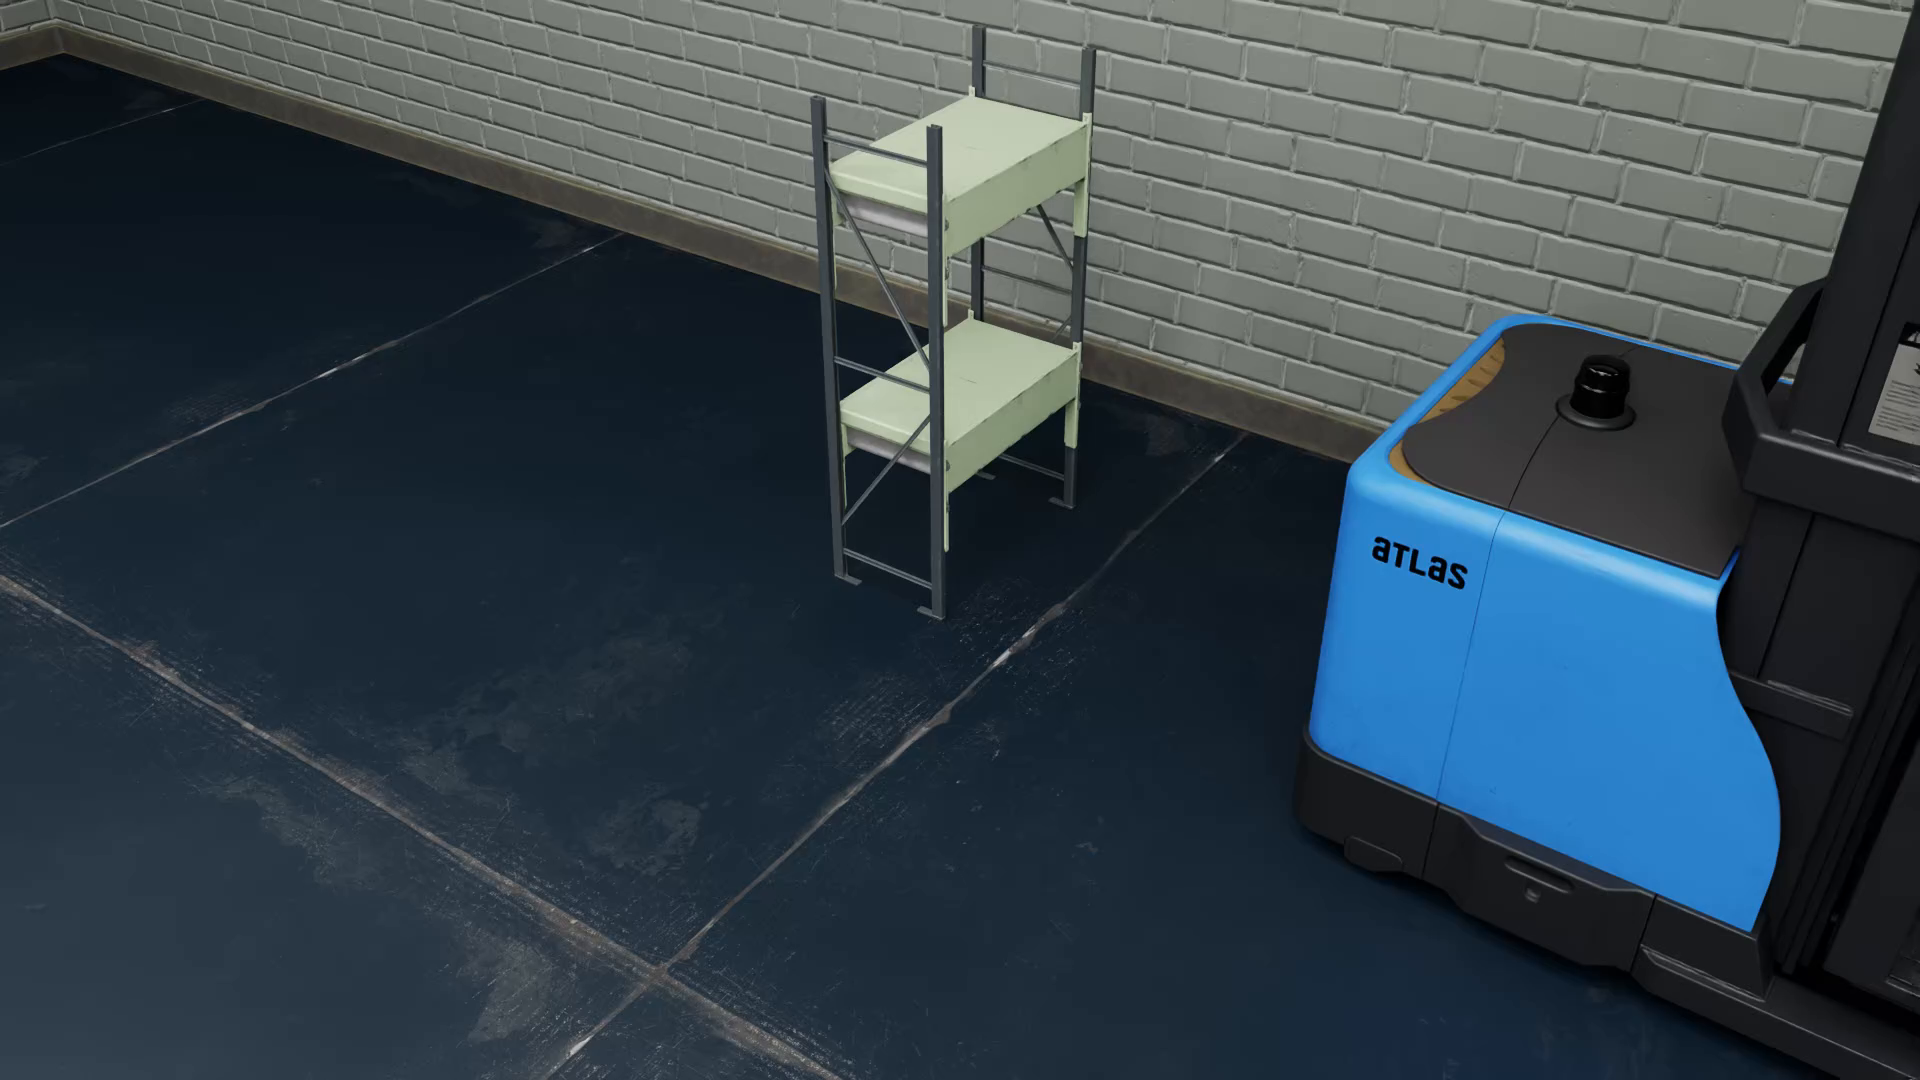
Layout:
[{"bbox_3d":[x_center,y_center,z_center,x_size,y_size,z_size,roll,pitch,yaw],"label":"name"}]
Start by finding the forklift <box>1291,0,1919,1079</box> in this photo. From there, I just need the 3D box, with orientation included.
[{"bbox_3d":[2.320,-0.218,2.957,3.031,2.935,1.130,22,40,29],"label":"forklift"}]

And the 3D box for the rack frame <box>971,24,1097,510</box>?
[{"bbox_3d":[0.205,-0.787,5.074,0.400,1.500,0.023,21,39,28],"label":"rack frame"}]

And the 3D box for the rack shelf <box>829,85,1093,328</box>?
[{"bbox_3d":[-0.004,-0.941,4.607,0.431,0.370,0.720,21,39,28],"label":"rack shelf"}]

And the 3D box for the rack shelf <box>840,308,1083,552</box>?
[{"bbox_3d":[-0.004,-0.348,5.008,0.431,0.370,0.720,21,39,28],"label":"rack shelf"}]

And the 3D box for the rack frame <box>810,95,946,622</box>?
[{"bbox_3d":[-0.212,-0.450,4.576,0.400,1.500,0.023,21,39,28],"label":"rack frame"}]

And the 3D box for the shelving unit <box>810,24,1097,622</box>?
[{"bbox_3d":[-0.004,-0.618,4.825,0.431,1.500,0.755,21,39,28],"label":"shelving unit"}]
